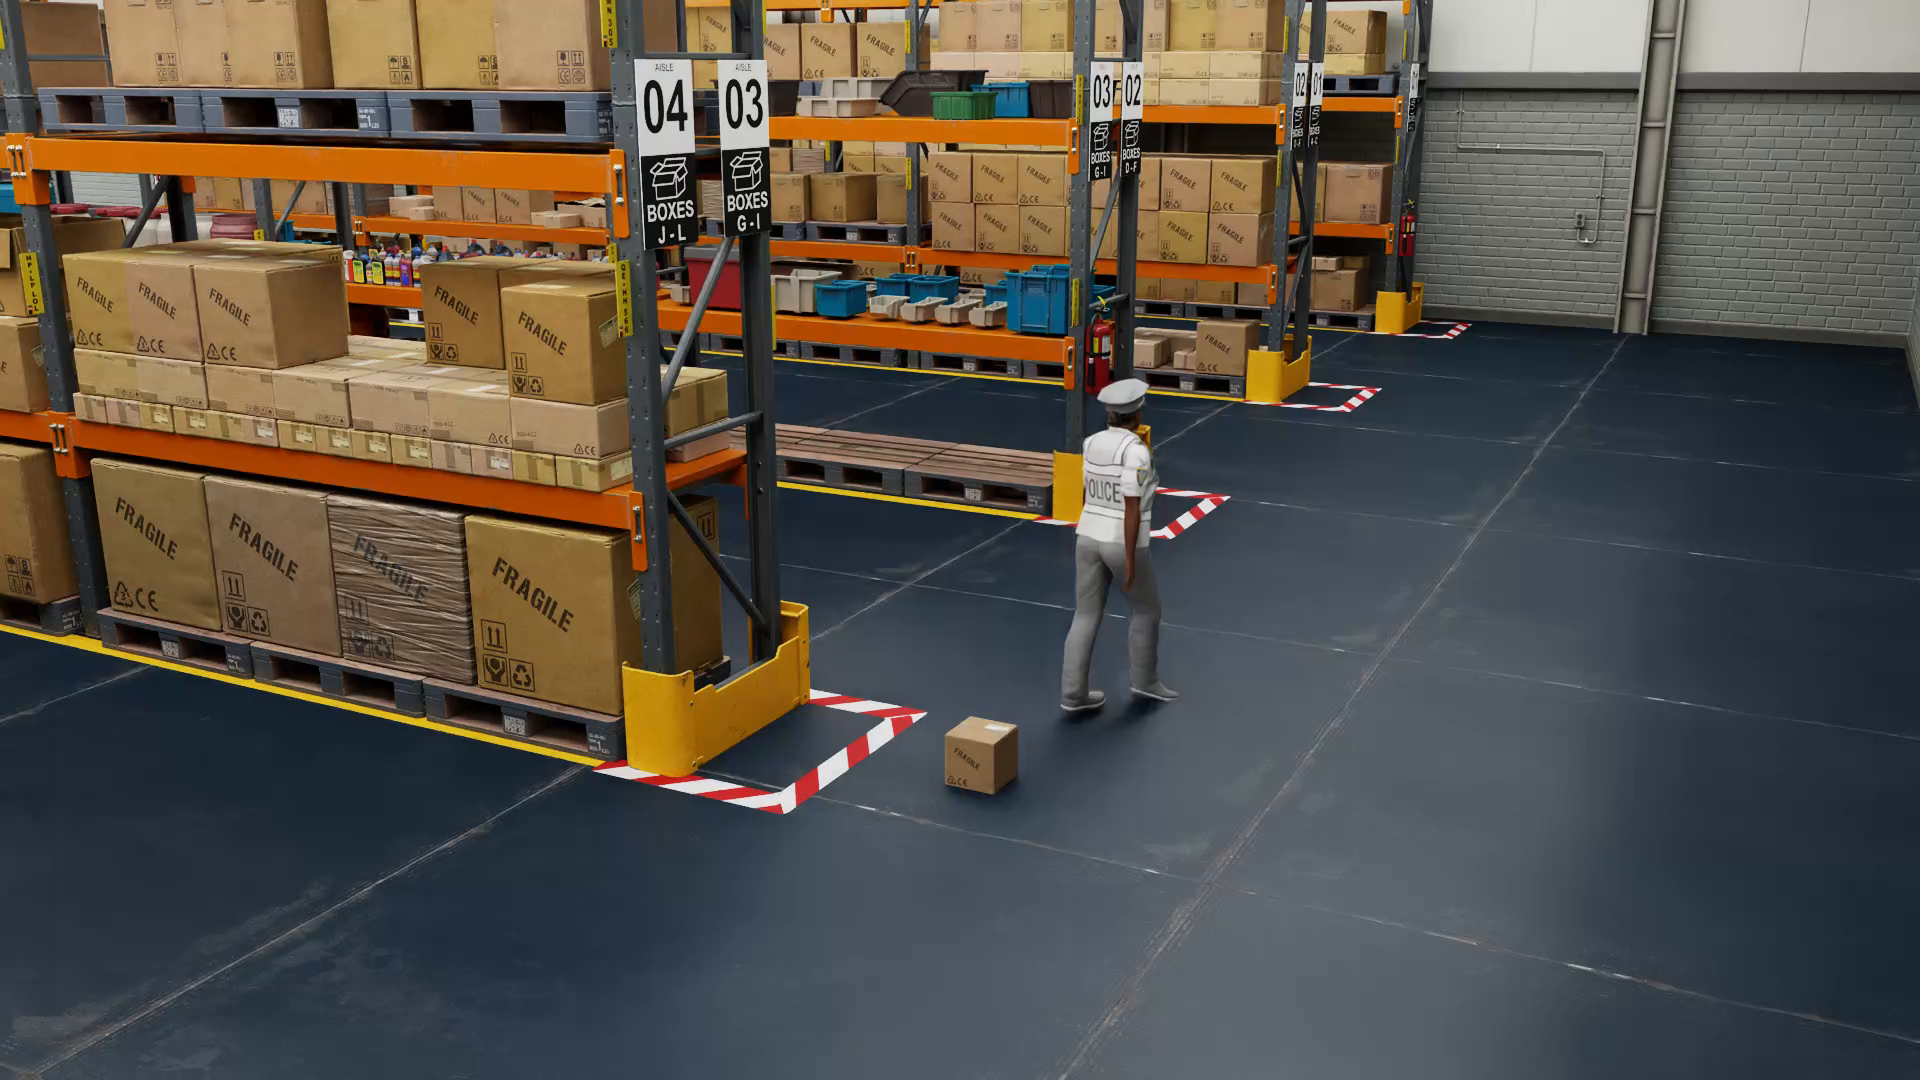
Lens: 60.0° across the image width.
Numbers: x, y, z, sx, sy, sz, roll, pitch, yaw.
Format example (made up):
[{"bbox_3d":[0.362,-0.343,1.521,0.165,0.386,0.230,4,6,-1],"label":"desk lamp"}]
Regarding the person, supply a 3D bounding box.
[{"bbox_3d":[0.770,0.052,8.364,0.476,1.701,0.697,15,22,42],"label":"person"}]
